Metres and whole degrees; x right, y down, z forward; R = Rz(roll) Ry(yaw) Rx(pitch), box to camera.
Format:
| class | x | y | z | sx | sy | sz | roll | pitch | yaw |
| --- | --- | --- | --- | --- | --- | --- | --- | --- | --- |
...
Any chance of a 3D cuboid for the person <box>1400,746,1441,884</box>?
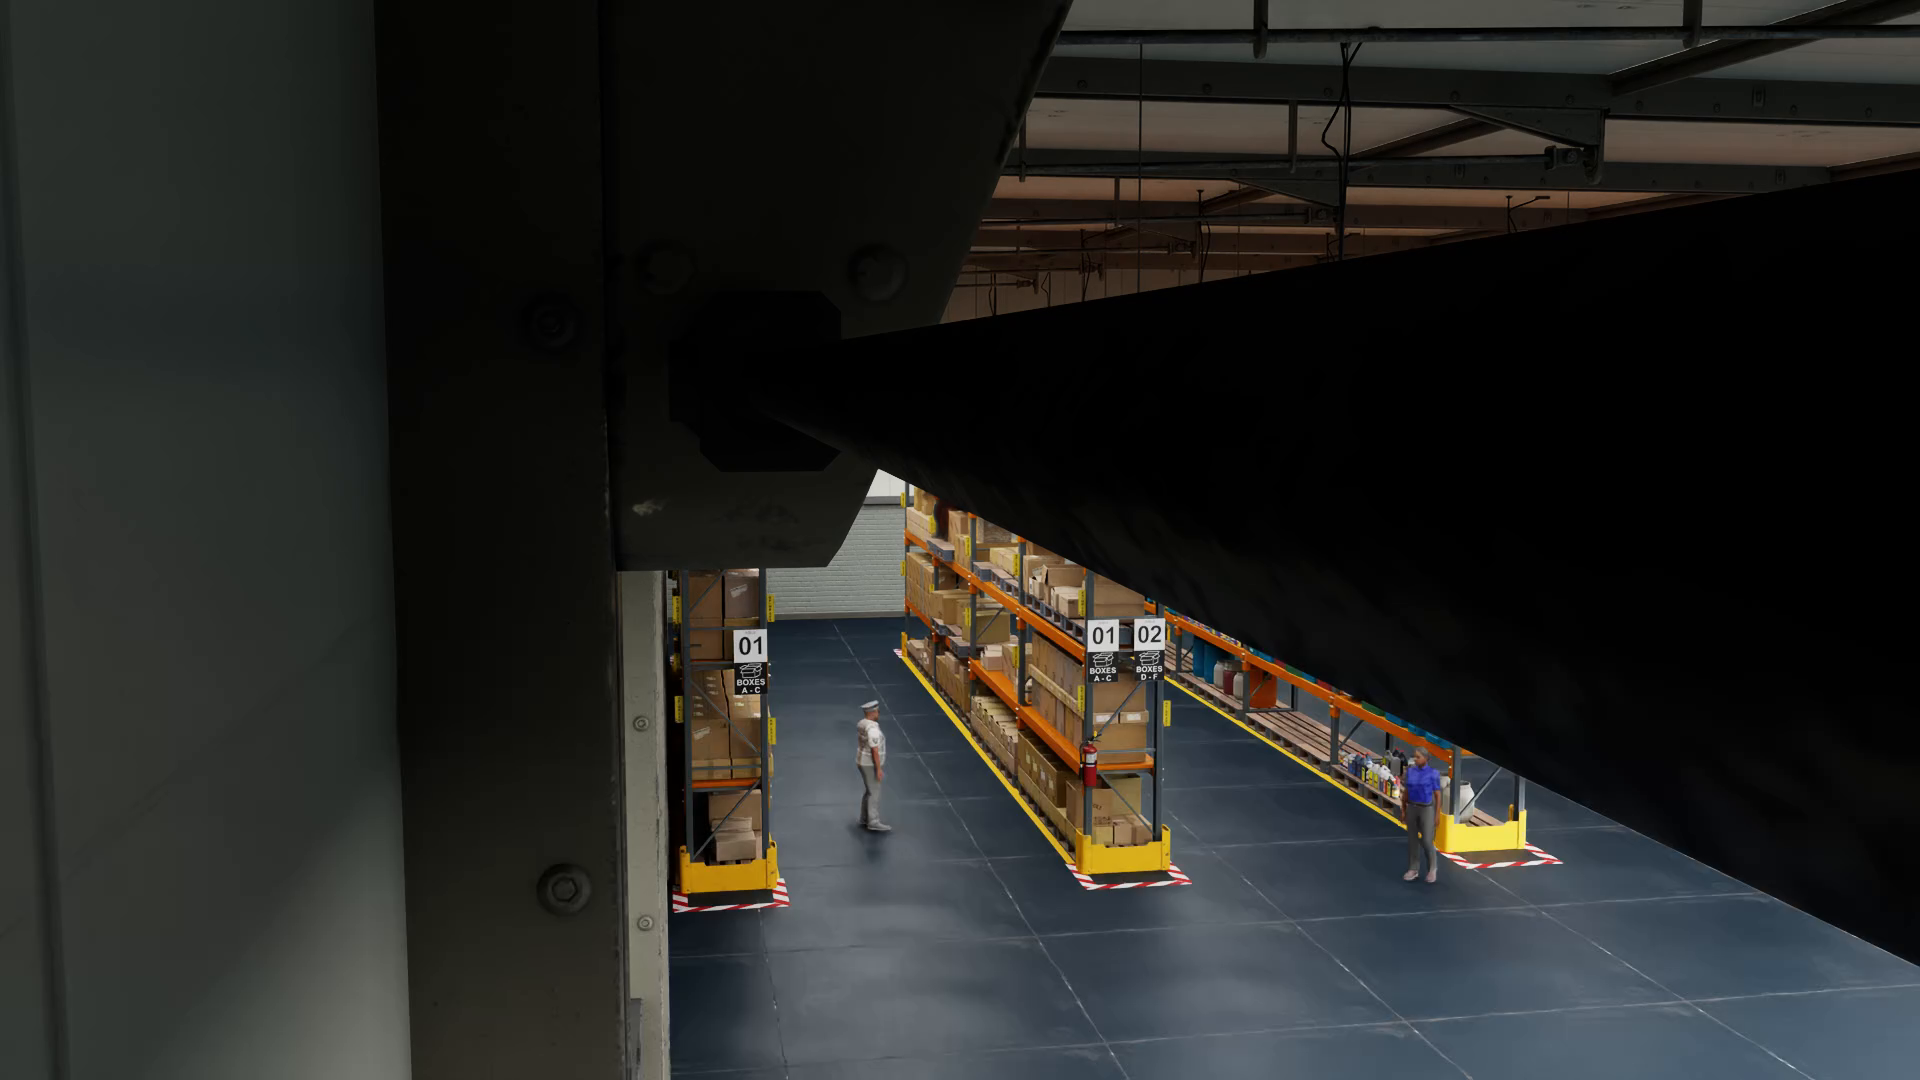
| class | x | y | z | sx | sy | sz | roll | pitch | yaw |
| --- | --- | --- | --- | --- | --- | --- | --- | --- | --- |
| person | 5.674 | 3.378 | 20.526 | 0.486 | 1.668 | 0.370 | 5 | 8 | 42 |

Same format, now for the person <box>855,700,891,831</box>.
| class | x | y | z | sx | sy | sz | roll | pitch | yaw |
| --- | --- | --- | --- | --- | --- | --- | --- | --- | --- |
| person | -1.206 | 3.134 | 22.856 | 0.416 | 1.859 | 0.598 | -2 | 6 | -19 |
